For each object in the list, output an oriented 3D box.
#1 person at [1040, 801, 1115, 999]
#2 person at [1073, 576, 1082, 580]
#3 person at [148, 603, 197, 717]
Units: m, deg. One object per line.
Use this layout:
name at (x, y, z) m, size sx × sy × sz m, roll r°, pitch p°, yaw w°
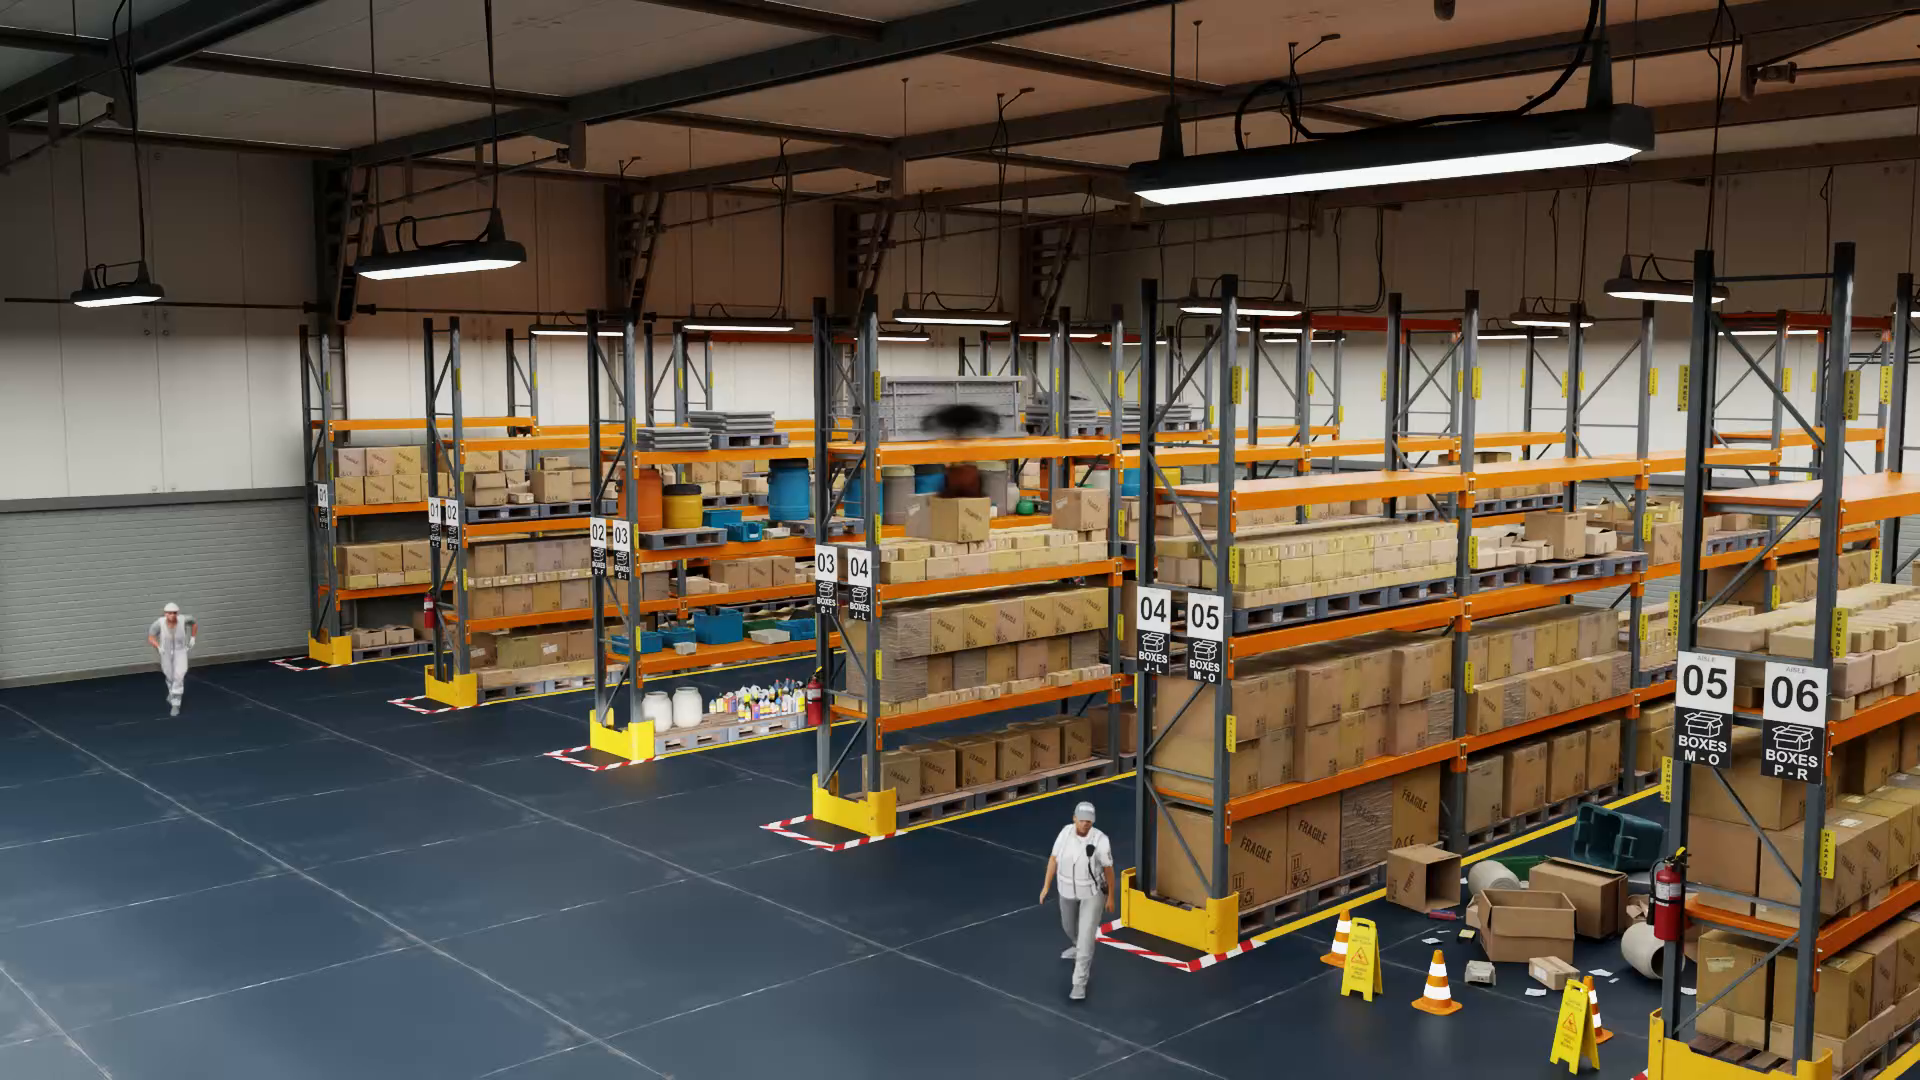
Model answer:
person at (1.024, 2.942, 14.021) m, size 0.615 × 1.599 × 0.960 m, roll 3°, pitch 6°, yaw 25°
person at (3.008, 0.377, 39.668) m, size 0.585 × 1.547 × 0.849 m, roll -2°, pitch 6°, yaw -18°
person at (-12.015, 1.770, 25.395) m, size 0.692 × 1.734 × 1.052 m, roll -3°, pitch 7°, yaw -29°
